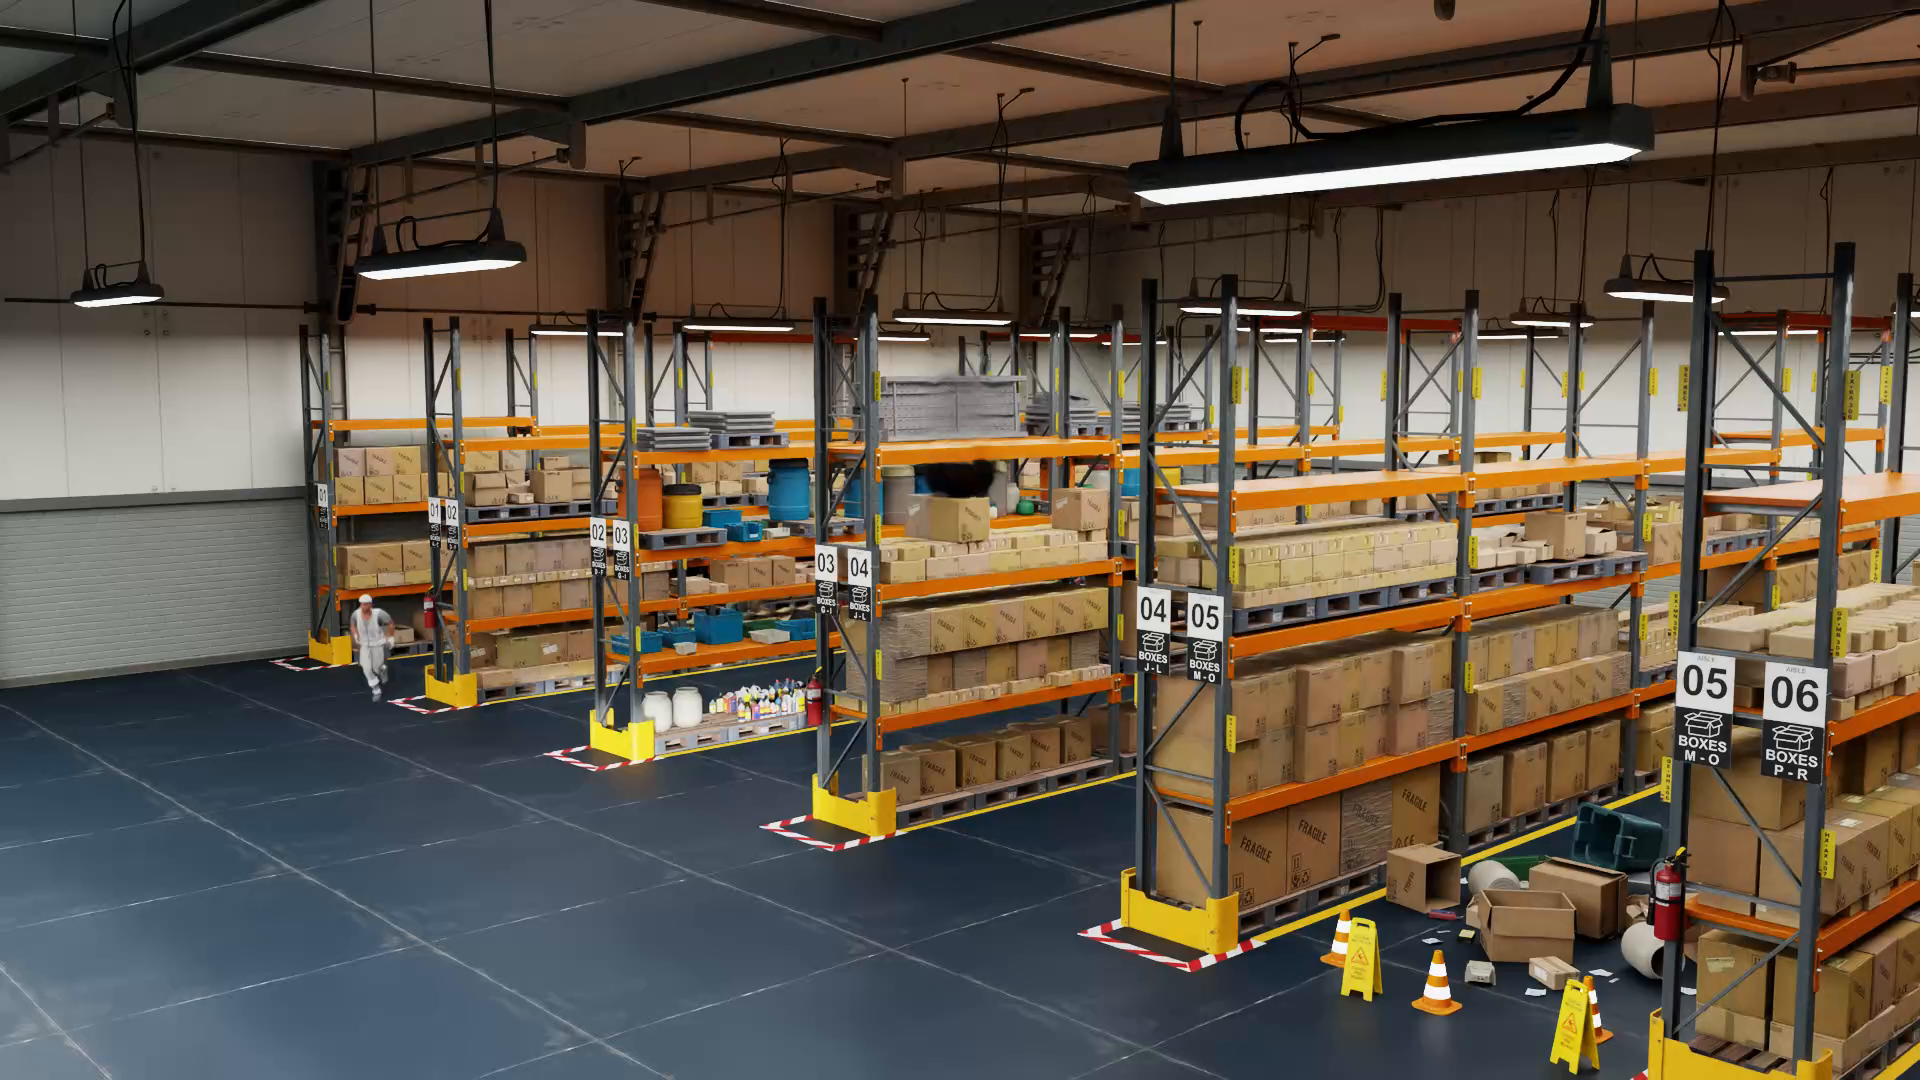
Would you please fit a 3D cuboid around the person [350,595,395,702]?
[{"bbox_3d":[-9.278,1.681,26.290,0.655,1.712,0.814,0,6,4],"label":"person"}]

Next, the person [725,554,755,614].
[{"bbox_3d":[-4.274,1.031,32.452,0.645,1.762,0.900,5,7,38],"label":"person"}]

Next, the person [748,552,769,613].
[{"bbox_3d":[-3.993,0.969,33.229,0.674,1.682,0.782,4,7,38],"label":"person"}]
